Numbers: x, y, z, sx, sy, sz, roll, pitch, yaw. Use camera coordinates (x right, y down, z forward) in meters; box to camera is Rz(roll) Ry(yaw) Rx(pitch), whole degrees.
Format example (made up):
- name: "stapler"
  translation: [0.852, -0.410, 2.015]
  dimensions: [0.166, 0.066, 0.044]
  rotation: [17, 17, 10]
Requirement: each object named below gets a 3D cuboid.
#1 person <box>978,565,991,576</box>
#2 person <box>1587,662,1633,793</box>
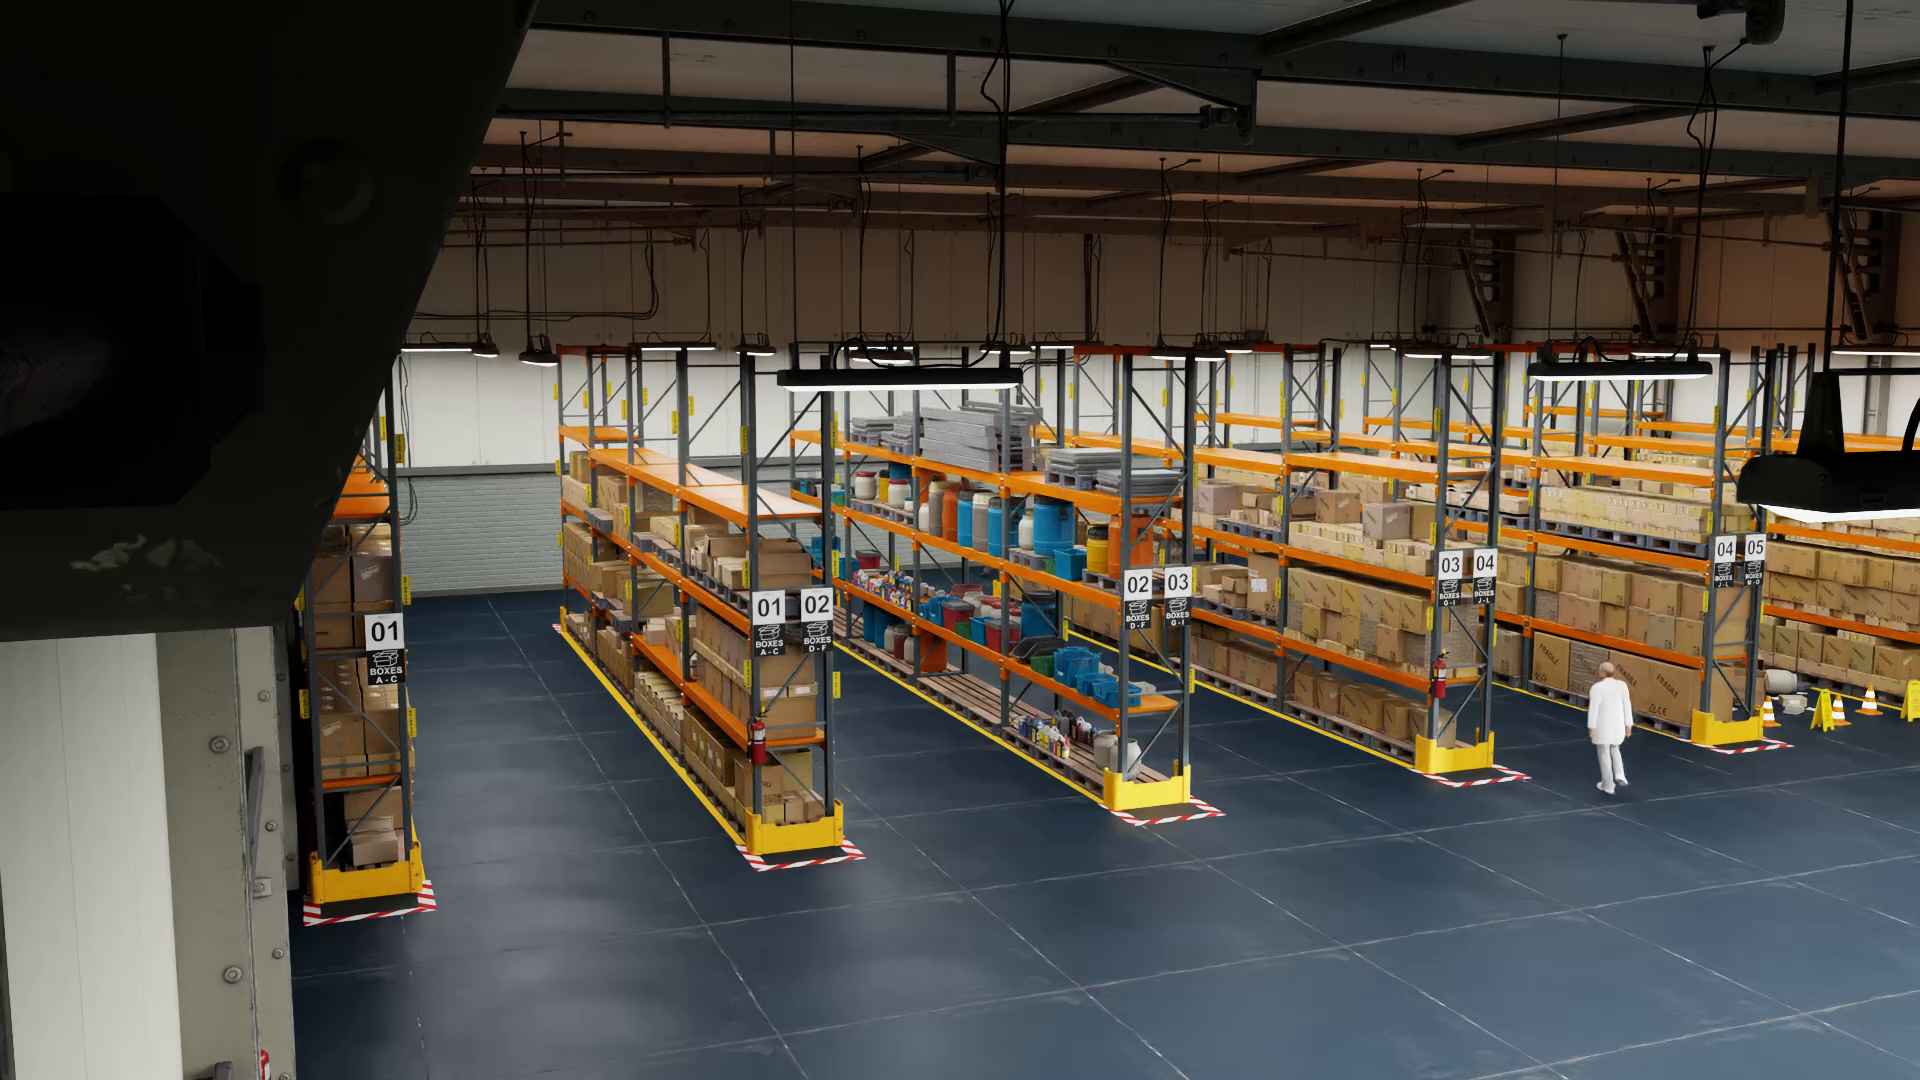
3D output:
- name: "person"
  translation: [0.893, 0.074, 42.676]
  dimensions: [0.999, 1.687, 0.507]
  rotation: [-3, 8, -20]
- name: "person"
  translation: [8.889, 2.555, 22.782]
  dimensions: [0.621, 1.767, 0.533]
  rotation: [0, 7, -3]
